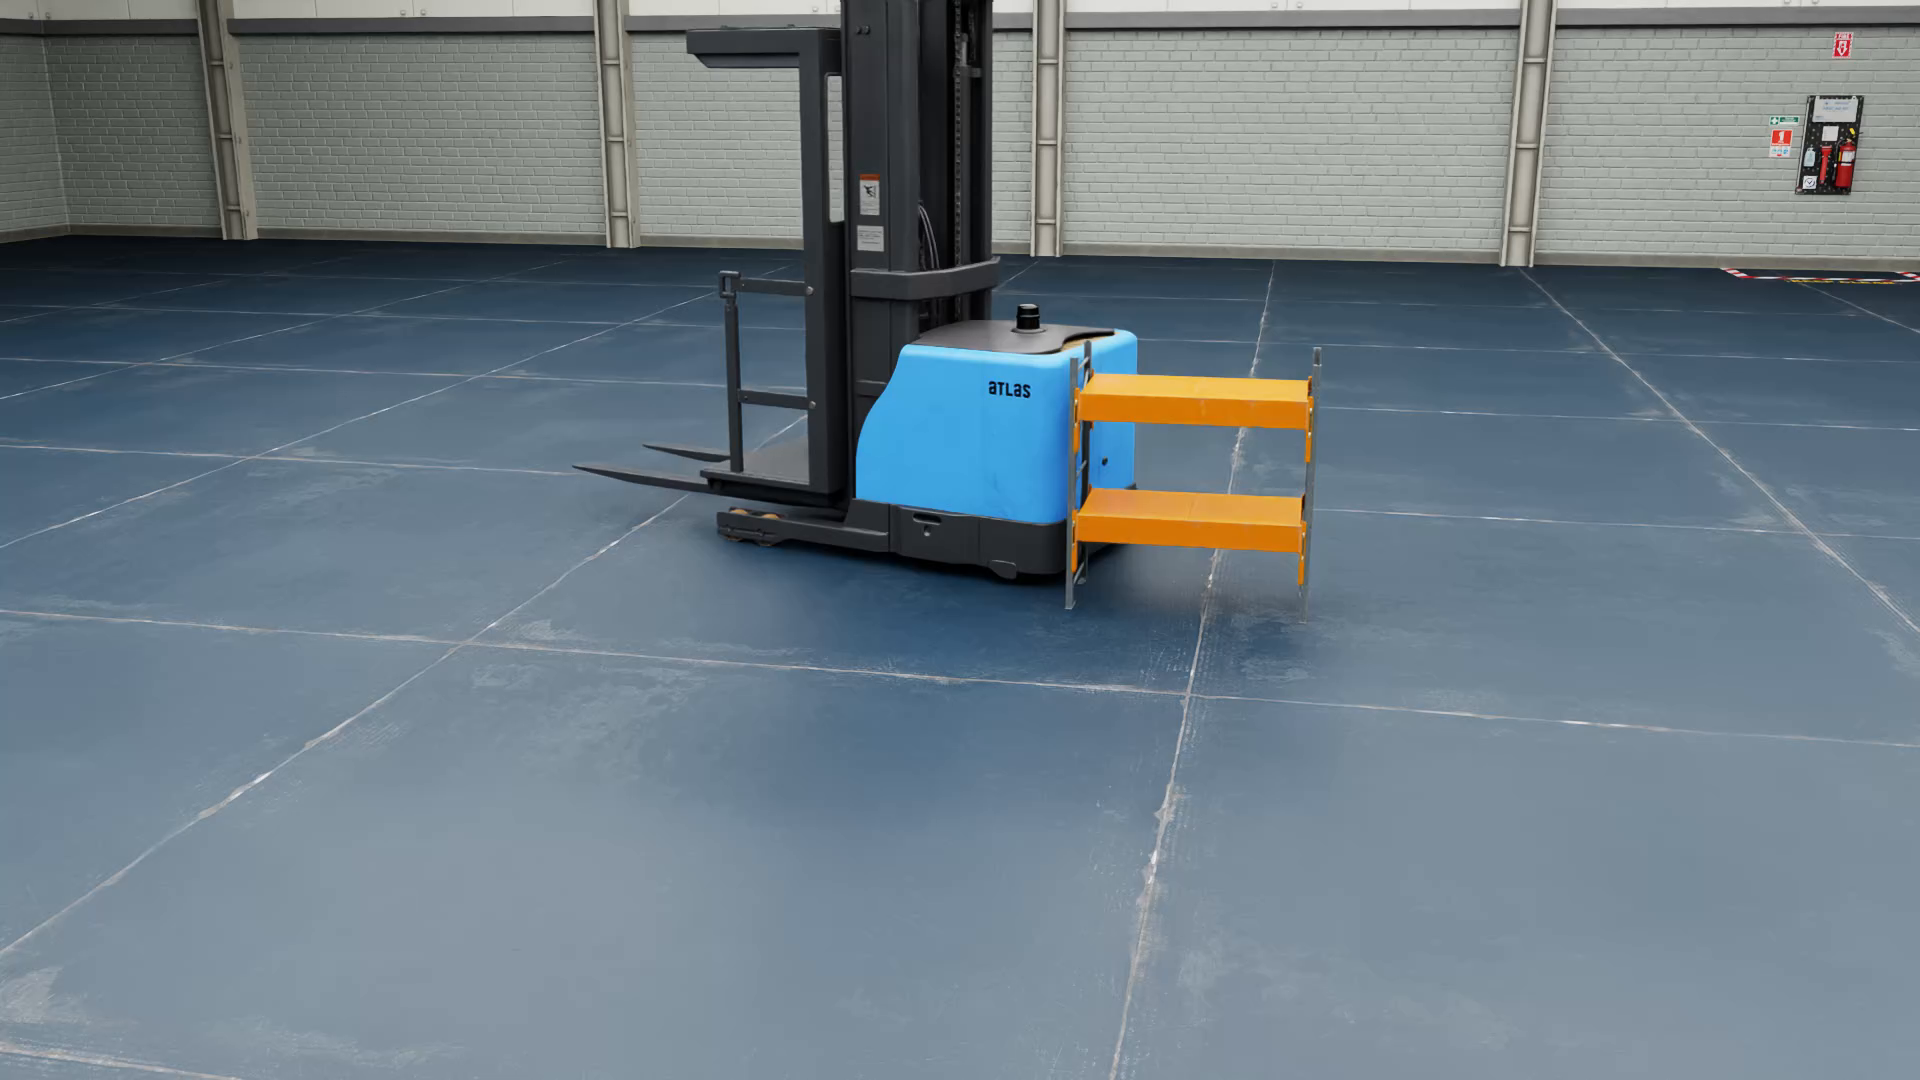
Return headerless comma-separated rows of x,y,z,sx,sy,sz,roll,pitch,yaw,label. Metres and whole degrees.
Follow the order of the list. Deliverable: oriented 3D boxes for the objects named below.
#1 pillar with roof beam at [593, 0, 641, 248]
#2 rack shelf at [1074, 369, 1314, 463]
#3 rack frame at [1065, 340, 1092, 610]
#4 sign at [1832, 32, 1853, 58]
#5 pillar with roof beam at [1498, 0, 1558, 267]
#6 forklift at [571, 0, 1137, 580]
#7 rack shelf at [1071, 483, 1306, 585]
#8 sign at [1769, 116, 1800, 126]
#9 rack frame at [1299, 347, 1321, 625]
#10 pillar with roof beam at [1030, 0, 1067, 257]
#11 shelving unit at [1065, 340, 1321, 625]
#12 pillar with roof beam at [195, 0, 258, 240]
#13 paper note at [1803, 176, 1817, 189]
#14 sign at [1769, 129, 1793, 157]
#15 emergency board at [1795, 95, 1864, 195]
-5.580,-7.331,18.102,0.400,9.000,9.100,3,16,11,pillar with roof beam
1.032,-0.553,7.284,1.000,0.278,0.538,3,16,11,rack shelf
0.534,-0.298,7.462,0.032,1.125,0.500,3,16,11,rack frame
10.515,-5.894,19.808,0.199,0.298,0.001,3,16,11,sign
6.180,-6.693,15.797,0.400,9.000,9.100,3,16,11,pillar with roof beam
-0.653,-1.491,8.385,3.031,2.935,1.130,8,18,28,forklift
1.032,-0.035,7.428,1.000,0.278,0.538,3,16,11,rack shelf
9.985,-5.077,20.141,0.331,0.109,0.001,3,16,11,sign
1.530,-0.243,7.263,0.032,1.125,0.500,3,16,11,rack frame
0.300,-7.012,16.949,0.400,9.000,9.100,3,16,11,pillar with roof beam
1.032,-0.271,7.363,1.048,1.125,0.538,3,16,11,shelving unit
-11.459,-7.651,19.254,0.400,9.000,9.100,3,16,11,pillar with roof beam
10.343,-4.353,20.239,0.142,0.148,0.016,3,16,11,paper note
9.982,-4.824,20.221,0.234,0.329,0.001,3,16,11,sign
10.503,-4.750,20.022,0.643,1.169,0.194,3,16,11,emergency board
